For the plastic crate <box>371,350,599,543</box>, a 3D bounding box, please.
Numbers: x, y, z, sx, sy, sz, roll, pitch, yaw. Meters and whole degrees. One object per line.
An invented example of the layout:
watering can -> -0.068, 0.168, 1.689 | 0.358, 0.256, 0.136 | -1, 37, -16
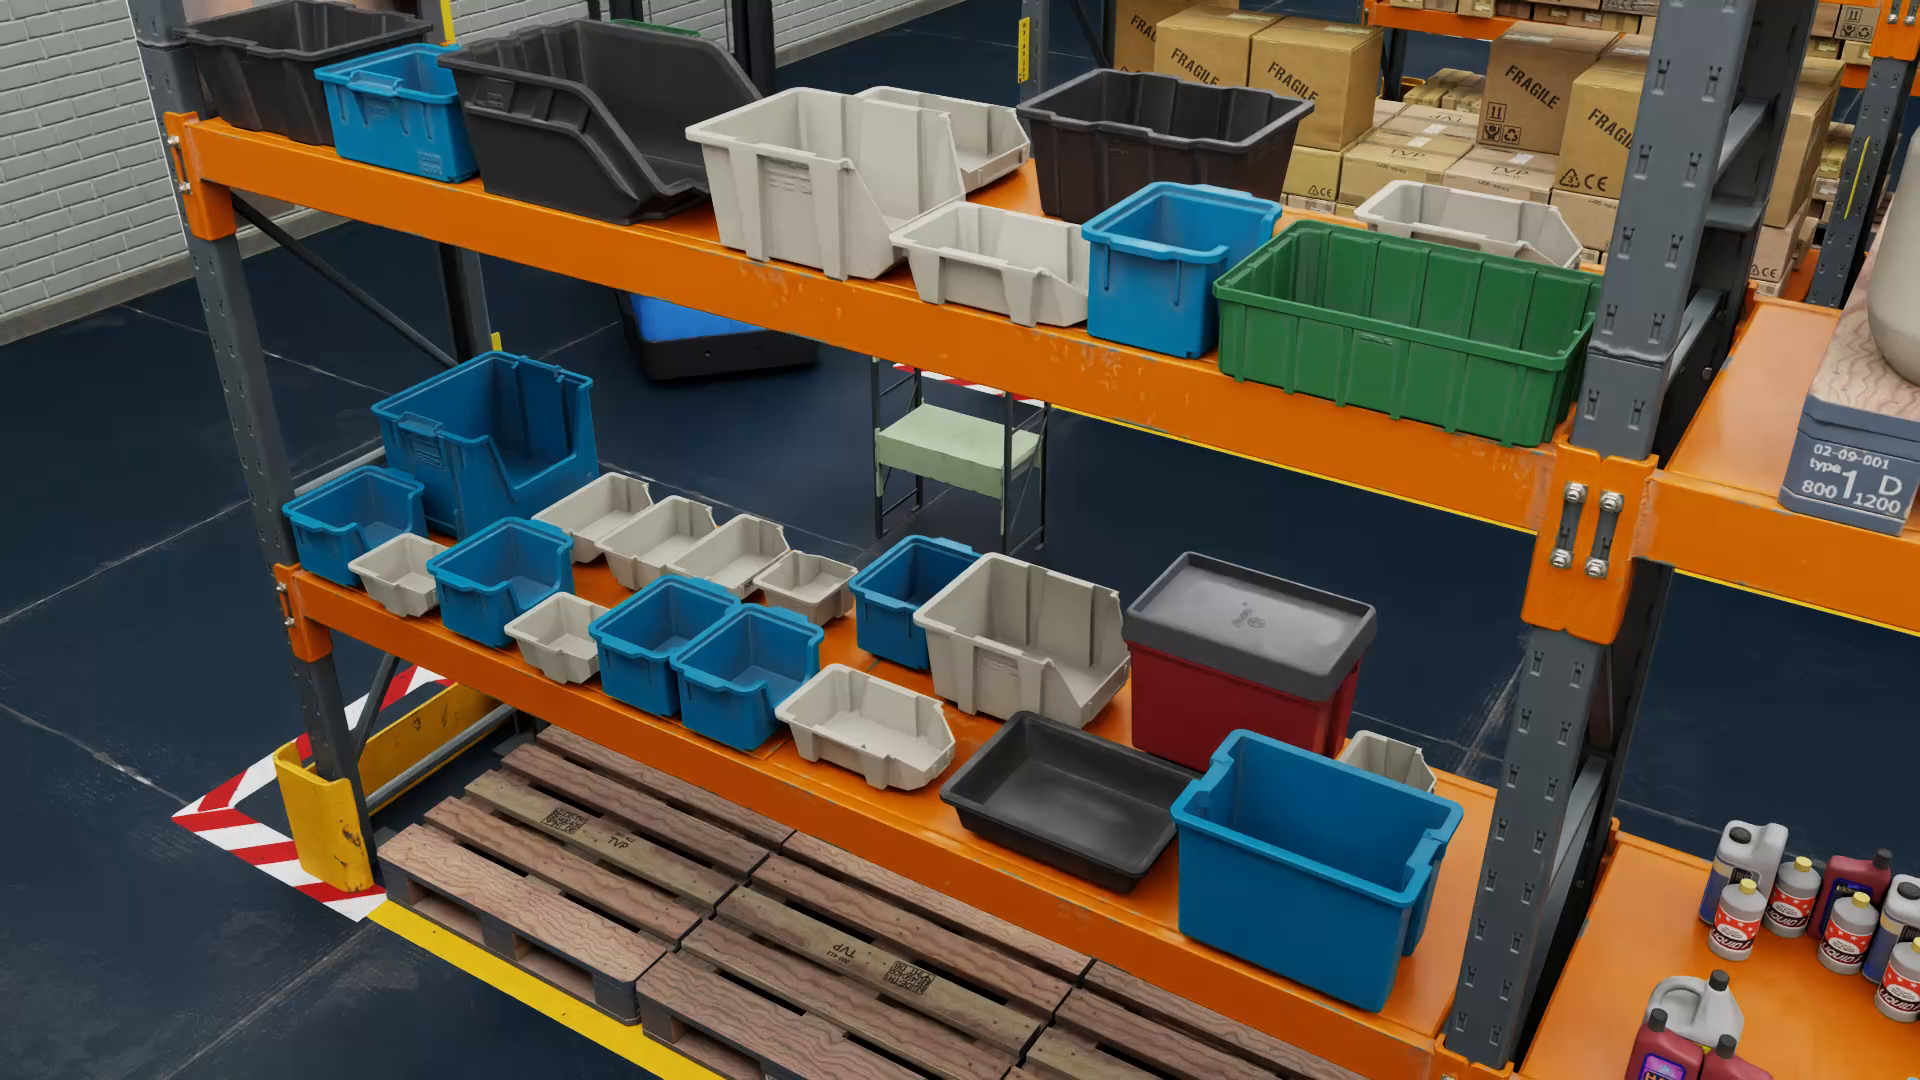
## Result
plastic crate -> -1.614, -0.323, 5.733 | 0.499, 0.435, 0.616 | 18, 35, 27

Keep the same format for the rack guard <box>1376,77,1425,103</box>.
rack guard -> 3.423, -3.396, 13.575 | 0.348, 0.500, 1.175 | 18, 35, 27

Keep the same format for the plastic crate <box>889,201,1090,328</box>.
plastic crate -> 0.111, -0.581, 3.554 | 0.466, 0.136, 0.293 | 18, 35, 27

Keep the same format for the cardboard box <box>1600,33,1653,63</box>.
cardboard box -> 3.341, -2.095, 7.973 | 0.500, 0.500, 0.500 | 18, 35, 27

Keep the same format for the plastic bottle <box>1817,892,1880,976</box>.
plastic bottle -> 2.090, 0.914, 3.904 | 0.097, 0.201, 0.097 | 0, 30, 0

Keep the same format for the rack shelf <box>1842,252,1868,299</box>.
rack shelf -> 5.718, -0.488, 6.824 | 4.000, 0.370, 1.077 | 18, 35, 27

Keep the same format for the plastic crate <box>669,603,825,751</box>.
plastic crate -> -0.593, 0.394, 4.705 | 0.300, 0.233, 0.416 | 18, 35, 27

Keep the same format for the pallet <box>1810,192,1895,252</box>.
pallet -> 6.159, -2.385, 12.128 | 1.213, 0.211, 1.003 | 18, 35, 27

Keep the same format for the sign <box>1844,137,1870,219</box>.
sign -> 3.730, -1.505, 6.916 | 0.005, 0.325, 0.100 | 18, 35, 27

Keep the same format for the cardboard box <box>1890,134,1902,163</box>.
cardboard box -> 6.565, -2.812, 11.915 | 0.250, 0.149, 0.380 | 19, 35, 29

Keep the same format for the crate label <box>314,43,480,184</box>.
crate label -> -1.387, -1.139, 4.396 | 0.502, 0.251, 0.408 | 18, 35, 27

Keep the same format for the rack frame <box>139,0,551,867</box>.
rack frame -> -1.997, -0.292, 5.774 | 0.127, 3.000, 1.000 | 18, 35, 27

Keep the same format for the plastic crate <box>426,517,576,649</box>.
plastic crate -> -1.405, 0.137, 5.145 | 0.300, 0.233, 0.416 | 18, 35, 27

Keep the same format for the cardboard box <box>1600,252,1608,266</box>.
cardboard box -> 3.156, -1.306, 7.761 | 0.250, 0.149, 0.380 | 17, 34, 27

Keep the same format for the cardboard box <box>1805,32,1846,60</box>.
cardboard box -> 5.910, -3.412, 11.371 | 0.250, 0.149, 0.380 | 19, 35, 29

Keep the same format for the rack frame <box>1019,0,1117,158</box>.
rack frame -> 0.636, -2.406, 9.398 | 0.127, 3.000, 1.000 | 18, 35, 27

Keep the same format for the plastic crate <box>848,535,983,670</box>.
plastic crate -> -0.121, 0.195, 5.046 | 0.300, 0.233, 0.416 | 18, 35, 27

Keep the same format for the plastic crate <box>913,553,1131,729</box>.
plastic crate -> 0.196, 0.317, 4.788 | 0.530, 0.282, 0.437 | 18, 35, 27

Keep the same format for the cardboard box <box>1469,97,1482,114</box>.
cardboard box -> 4.065, -3.273, 12.705 | 0.250, 0.149, 0.380 | 17, 35, 27

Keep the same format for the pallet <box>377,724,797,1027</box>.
pallet -> -1.319, 1.150, 6.070 | 1.213, 0.211, 1.003 | 18, 35, 27

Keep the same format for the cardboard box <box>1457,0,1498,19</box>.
cardboard box -> 3.896, -4.015, 12.405 | 0.250, 0.149, 0.380 | 17, 34, 26

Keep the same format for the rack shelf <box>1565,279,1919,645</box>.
rack shelf -> 3.085, 0.330, 2.444 | 4.000, 0.370, 1.077 | 18, 35, 27

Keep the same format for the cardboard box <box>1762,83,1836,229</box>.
cardboard box -> 3.493, -1.731, 7.350 | 0.500, 0.500, 0.500 | 19, 35, 29

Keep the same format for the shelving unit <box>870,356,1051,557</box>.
shelving unit -> 0.006, -0.646, 7.869 | 0.755, 1.500, 0.431 | 18, 35, 27

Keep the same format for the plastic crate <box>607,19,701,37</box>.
plastic crate -> -1.010, -1.354, 4.828 | 0.336, 0.188, 0.450 | 18, 35, 27

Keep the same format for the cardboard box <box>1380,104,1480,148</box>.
cardboard box -> 2.492, -2.043, 8.629 | 0.500, 0.250, 0.500 | 18, 35, 27

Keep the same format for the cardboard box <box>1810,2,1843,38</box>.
cardboard box -> 5.748, -3.745, 11.298 | 0.500, 0.500, 0.500 | 17, 34, 26

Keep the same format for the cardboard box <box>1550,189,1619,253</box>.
cardboard box -> 3.071, -1.542, 7.770 | 0.500, 0.250, 0.500 | 19, 35, 29

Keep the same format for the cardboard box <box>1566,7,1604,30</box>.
cardboard box -> 4.599, -3.843, 12.110 | 0.250, 0.149, 0.380 | 17, 34, 26

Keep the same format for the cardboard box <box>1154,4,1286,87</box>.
cardboard box -> 1.323, -2.416, 8.524 | 0.500, 0.500, 0.500 | 17, 34, 26

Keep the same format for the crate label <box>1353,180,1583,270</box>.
crate label -> 1.130, -0.657, 3.684 | 0.466, 0.136, 0.293 | 18, 35, 27

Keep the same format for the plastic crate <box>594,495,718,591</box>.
plastic crate -> -0.972, 0.021, 5.440 | 0.243, 0.136, 0.396 | 18, 35, 27

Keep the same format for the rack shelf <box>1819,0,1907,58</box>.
rack shelf -> 2.330, -2.855, 7.905 | 4.000, 0.370, 1.077 | 18, 35, 27

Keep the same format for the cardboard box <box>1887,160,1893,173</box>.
cardboard box -> 6.610, -2.737, 12.081 | 0.250, 0.149, 0.380 | 19, 35, 30

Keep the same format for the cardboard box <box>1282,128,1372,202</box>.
cardboard box -> 1.767, -1.953, 8.475 | 0.500, 0.250, 0.500 | 16, 34, 26

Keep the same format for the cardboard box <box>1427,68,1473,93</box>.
cardboard box -> 3.942, -3.669, 13.385 | 0.250, 0.149, 0.380 | 18, 35, 28

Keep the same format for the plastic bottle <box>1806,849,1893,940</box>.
plastic bottle -> 2.117, 0.840, 3.949 | 0.133, 0.283, 0.061 | 18, 35, 27

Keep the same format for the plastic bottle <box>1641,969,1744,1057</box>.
plastic bottle -> 1.551, 1.044, 3.532 | 0.185, 0.351, 0.144 | 18, 35, 27

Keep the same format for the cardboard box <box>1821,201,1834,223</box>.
cardboard box -> 6.233, -2.334, 11.686 | 0.250, 0.149, 0.380 | 18, 35, 28

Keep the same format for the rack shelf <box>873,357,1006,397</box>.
rack shelf -> 0.006, -0.983, 7.672 | 0.720, 0.370, 0.431 | 18, 35, 27

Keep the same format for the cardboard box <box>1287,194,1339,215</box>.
cardboard box -> 1.852, -1.718, 8.468 | 0.250, 0.149, 0.380 | 17, 34, 27

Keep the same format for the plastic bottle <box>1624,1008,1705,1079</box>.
plastic bottle -> 1.475, 1.110, 3.486 | 0.133, 0.283, 0.061 | 18, 35, 27

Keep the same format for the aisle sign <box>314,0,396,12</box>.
aisle sign -> -1.902, -1.559, 5.366 | 0.004, 0.787, 0.394 | 18, 35, 27

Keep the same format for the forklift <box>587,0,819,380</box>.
forklift -> -1.735, -2.932, 10.366 | 1.130, 2.935, 3.031 | -8, 31, -13
